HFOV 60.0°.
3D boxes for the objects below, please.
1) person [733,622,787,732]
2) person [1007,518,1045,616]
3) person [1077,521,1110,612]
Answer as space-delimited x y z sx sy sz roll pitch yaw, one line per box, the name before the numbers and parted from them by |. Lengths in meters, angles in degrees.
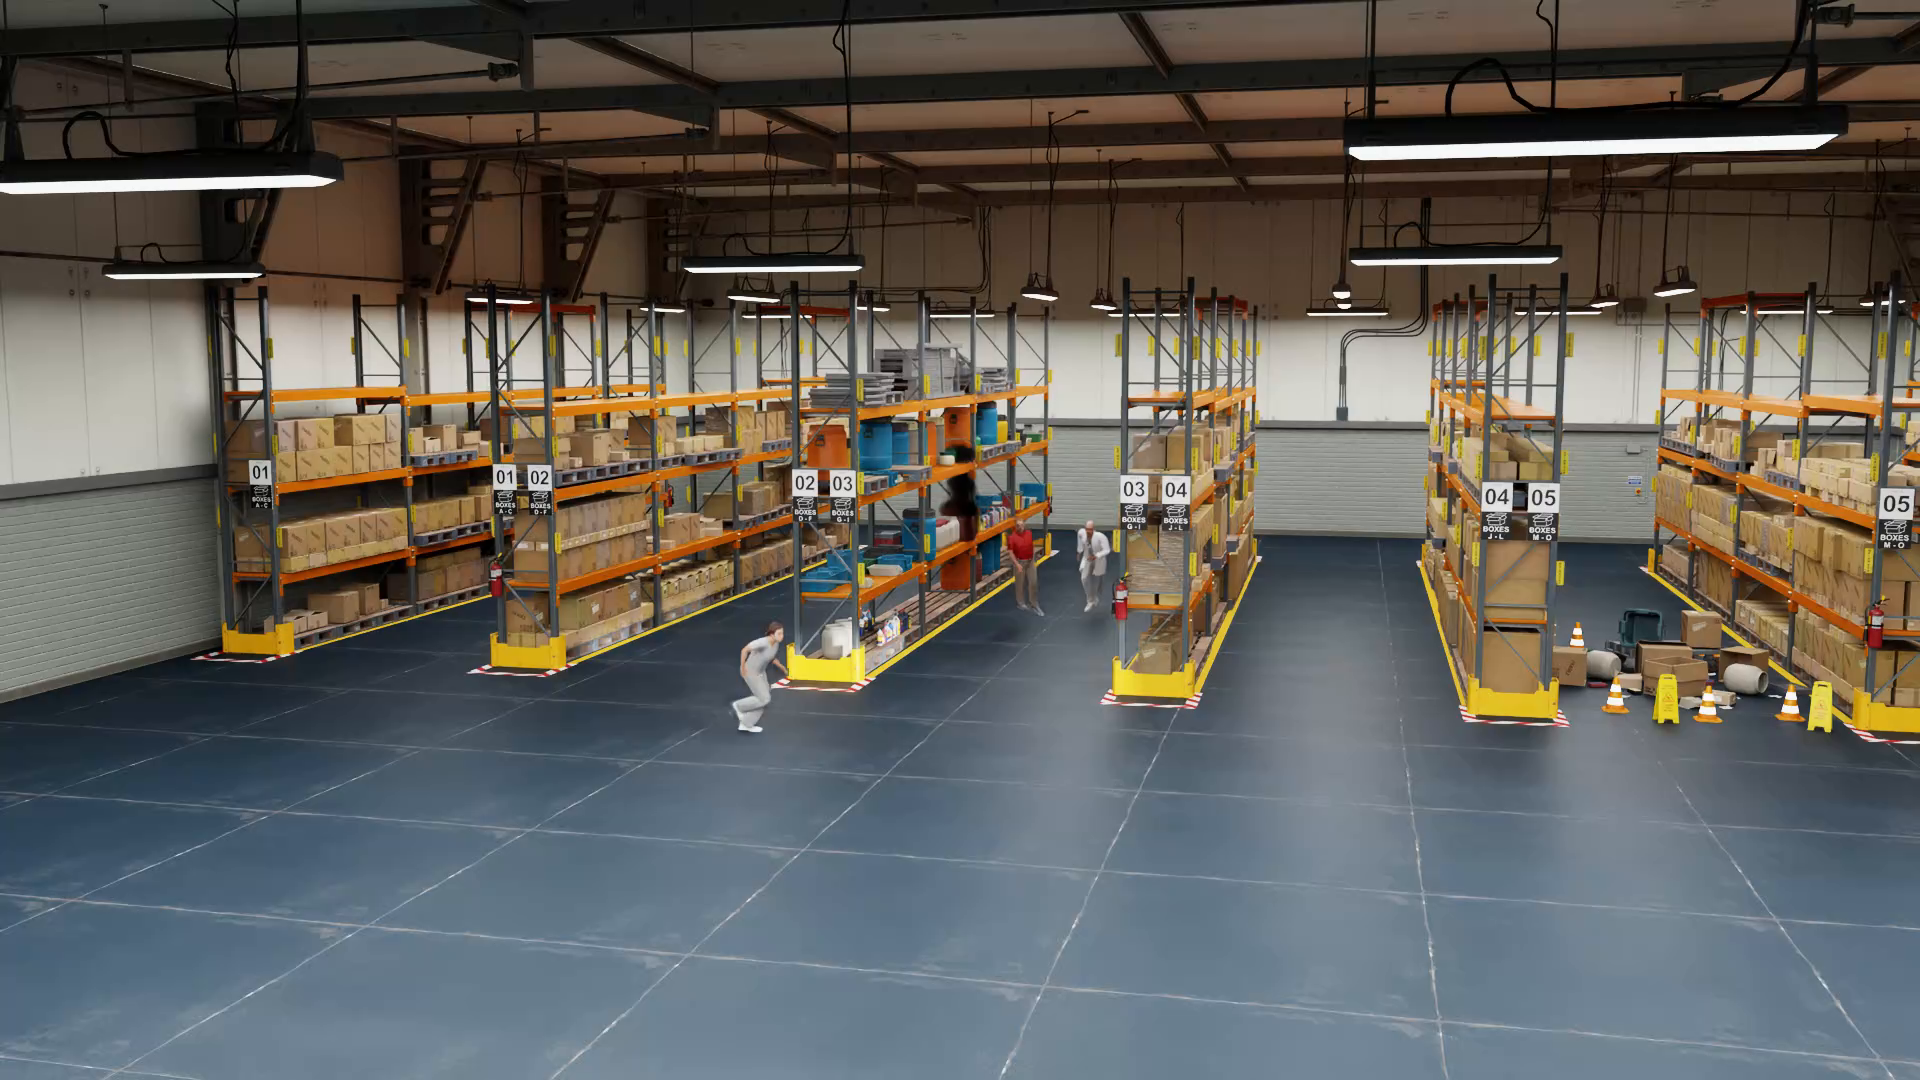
person | -2.635 1.811 21.664 0.782 1.451 0.581 3 7 25
person | 1.154 0.483 29.721 0.704 1.780 0.665 -3 7 -21
person | 2.489 0.439 30.564 0.699 1.666 1.090 2 7 20
